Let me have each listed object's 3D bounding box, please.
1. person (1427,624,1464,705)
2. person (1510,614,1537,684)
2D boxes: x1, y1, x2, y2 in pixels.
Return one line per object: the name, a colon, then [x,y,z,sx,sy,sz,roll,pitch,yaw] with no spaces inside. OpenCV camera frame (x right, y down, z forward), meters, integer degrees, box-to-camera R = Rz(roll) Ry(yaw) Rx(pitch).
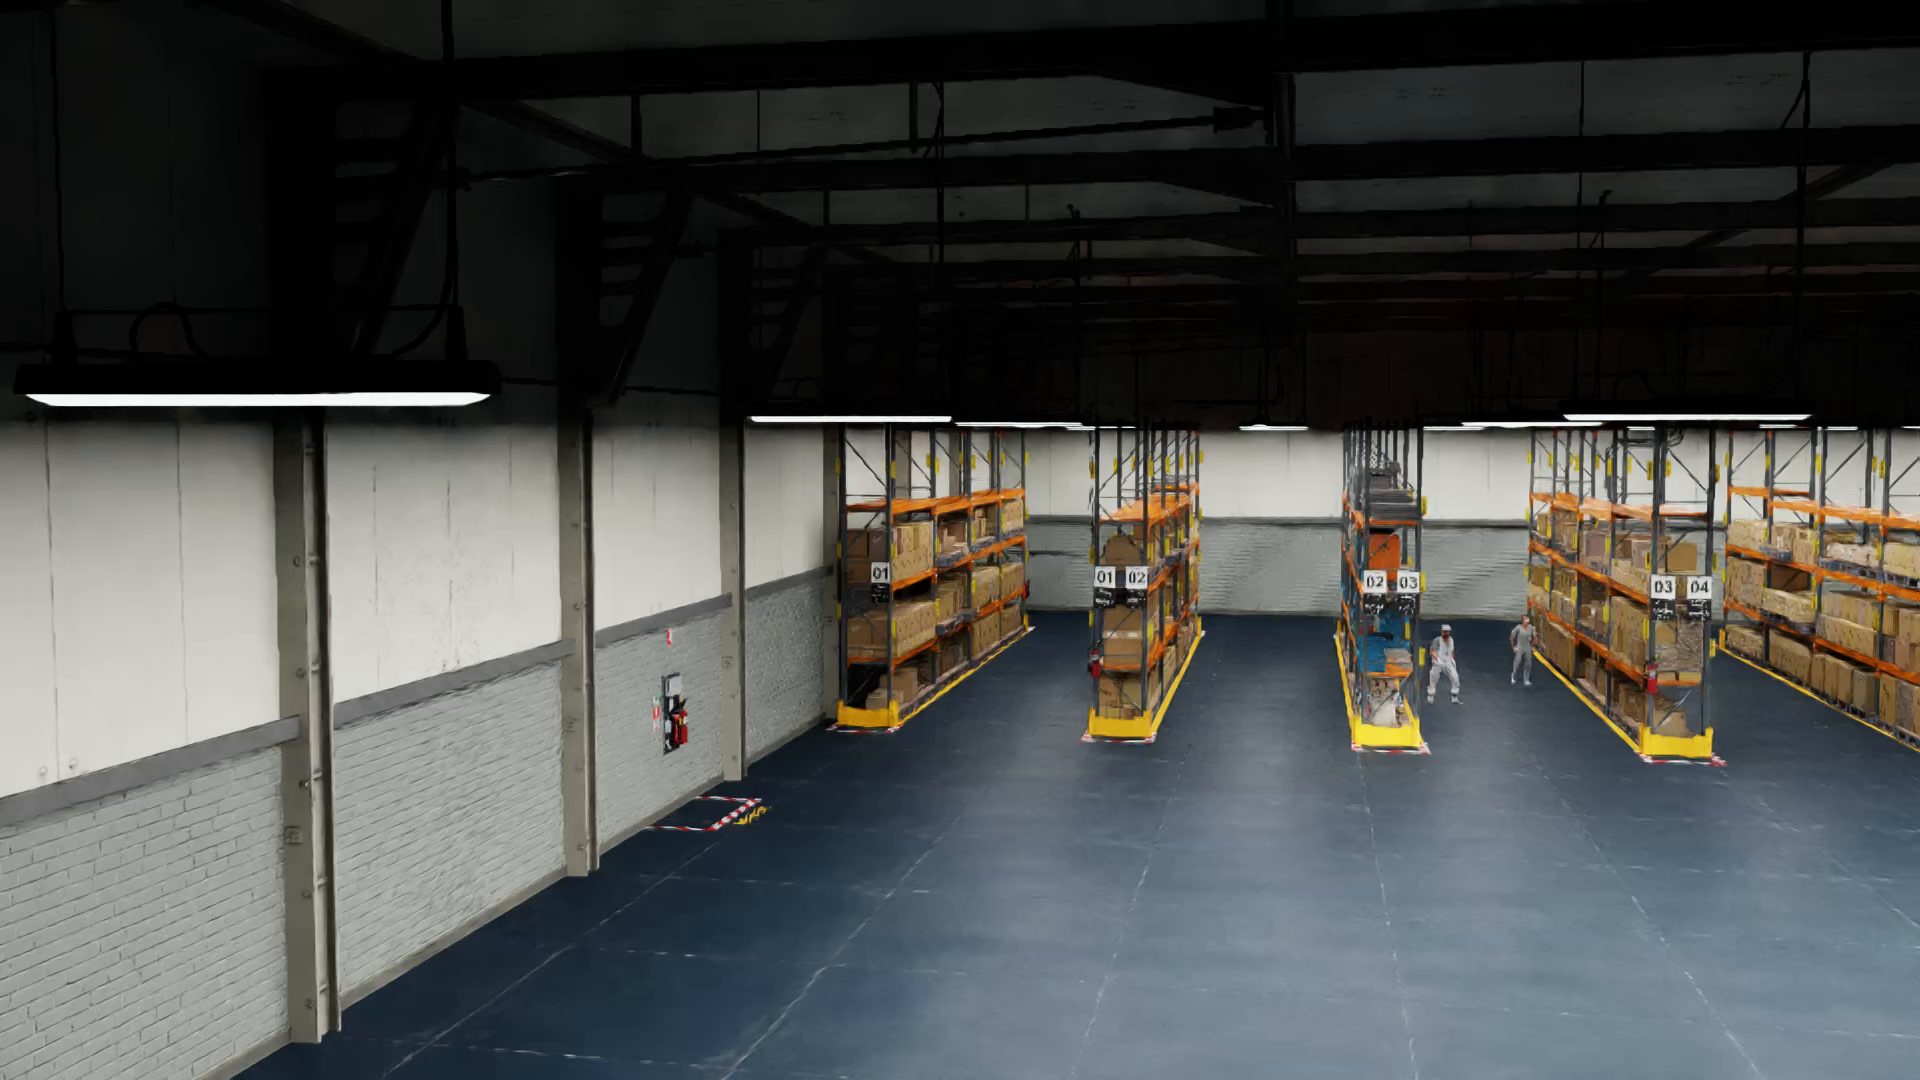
person: [10.099,2.598,34.753,0.675,1.728,0.774,-1,4,-11]
person: [12.782,2.474,37.719,0.580,1.618,0.507,1,4,10]
